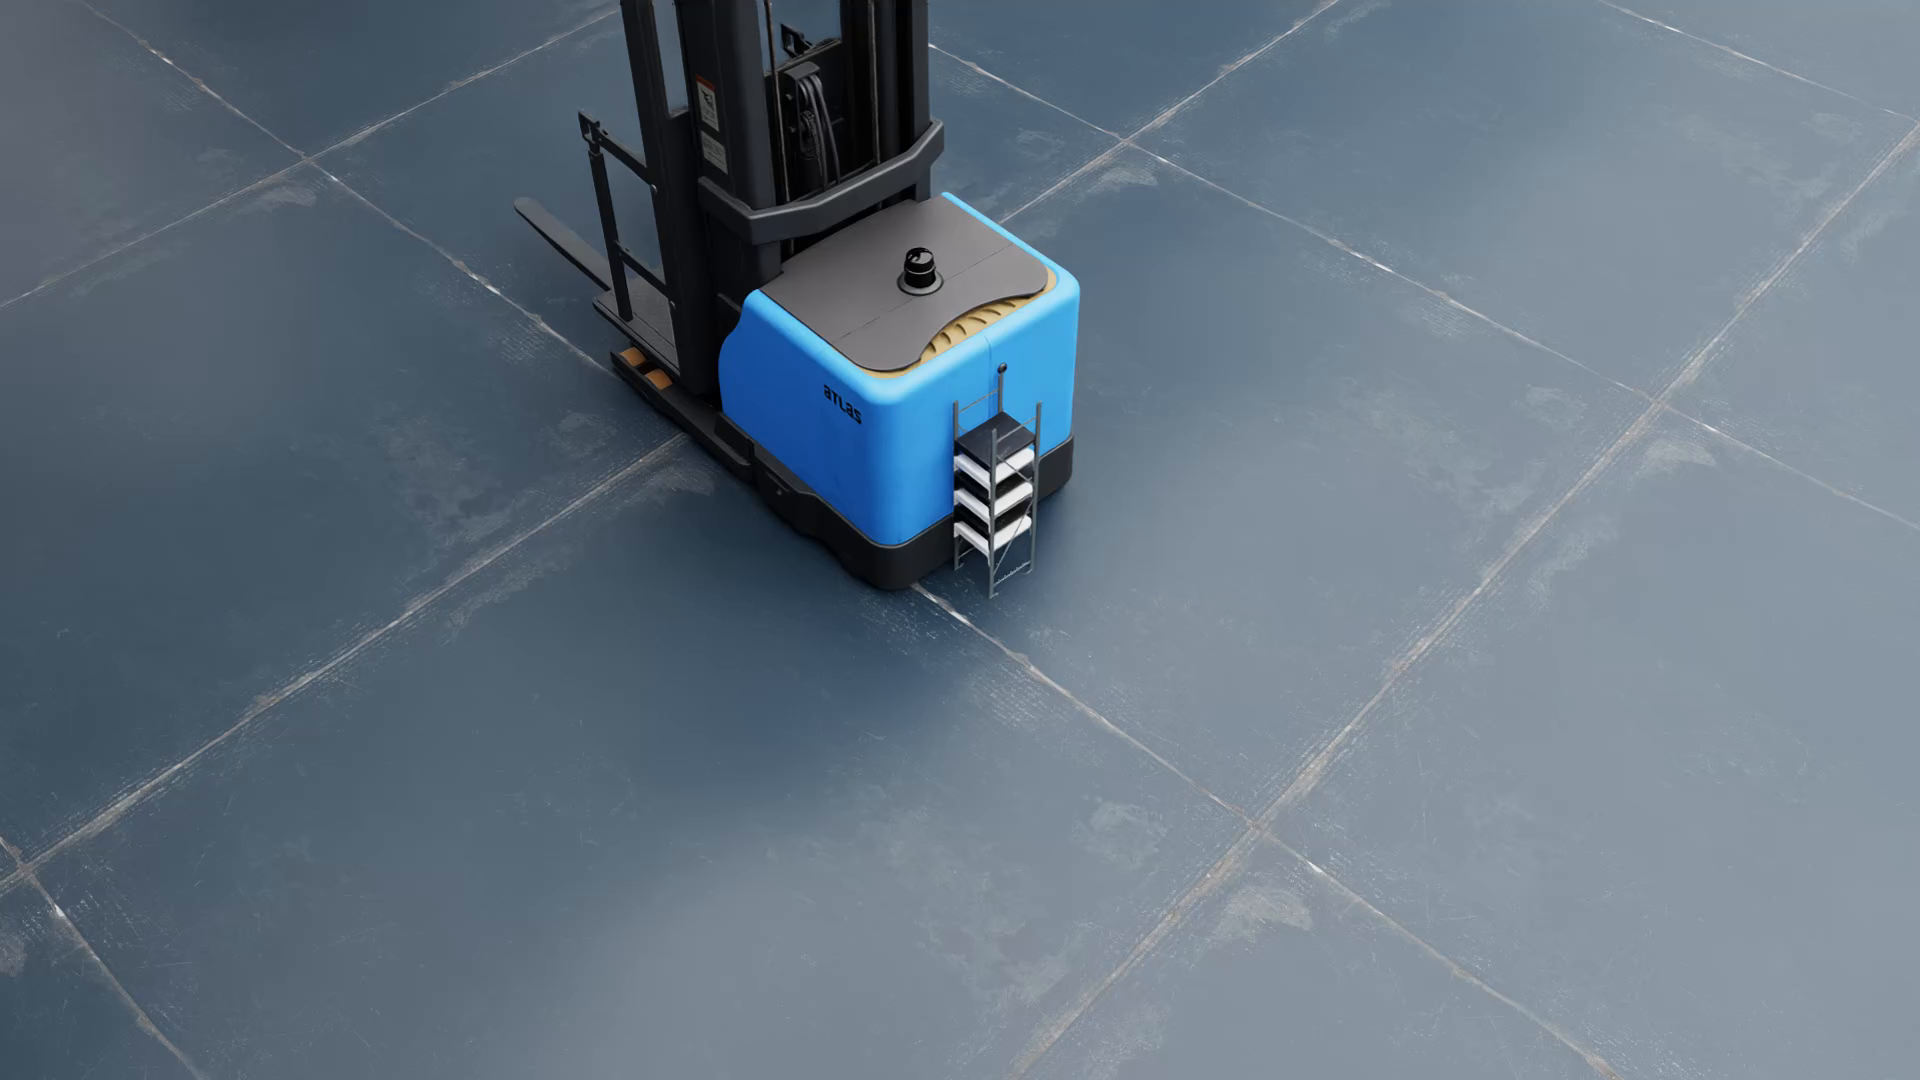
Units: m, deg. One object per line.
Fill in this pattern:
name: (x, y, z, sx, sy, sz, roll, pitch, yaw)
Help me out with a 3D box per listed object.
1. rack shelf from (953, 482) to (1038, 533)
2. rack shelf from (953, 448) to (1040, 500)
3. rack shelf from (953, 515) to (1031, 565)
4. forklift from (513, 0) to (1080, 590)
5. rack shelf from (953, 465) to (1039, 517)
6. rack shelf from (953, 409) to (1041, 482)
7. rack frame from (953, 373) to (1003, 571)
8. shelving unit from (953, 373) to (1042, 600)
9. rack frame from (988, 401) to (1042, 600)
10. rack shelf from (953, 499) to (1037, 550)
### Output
rack shelf: (0.135, -0.165, 6.334, 0.258, 0.077, 0.200, -33, 55, -27)
rack shelf: (0.135, -0.288, 6.202, 0.258, 0.077, 0.200, -33, 55, -27)
rack shelf: (0.135, -0.042, 6.465, 0.258, 0.077, 0.200, -33, 55, -27)
forklift: (-0.888, -1.806, 6.435, 1.130, 2.935, 3.031, -33, 55, -27)
rack shelf: (0.135, -0.227, 6.268, 0.258, 0.077, 0.200, -33, 55, -27)
rack shelf: (0.135, -0.350, 6.137, 0.258, 0.077, 0.200, -33, 55, -27)
rack frame: (0.067, -0.244, 6.361, 0.240, 0.900, 0.006, -33, 55, -27)
shelving unit: (0.135, -0.188, 6.309, 0.258, 0.900, 0.210, -33, 55, -27)
rack frame: (0.202, -0.133, 6.257, 0.240, 0.900, 0.006, -33, 55, -27)
rack shelf: (0.135, -0.104, 6.399, 0.258, 0.077, 0.200, -33, 55, -27)
